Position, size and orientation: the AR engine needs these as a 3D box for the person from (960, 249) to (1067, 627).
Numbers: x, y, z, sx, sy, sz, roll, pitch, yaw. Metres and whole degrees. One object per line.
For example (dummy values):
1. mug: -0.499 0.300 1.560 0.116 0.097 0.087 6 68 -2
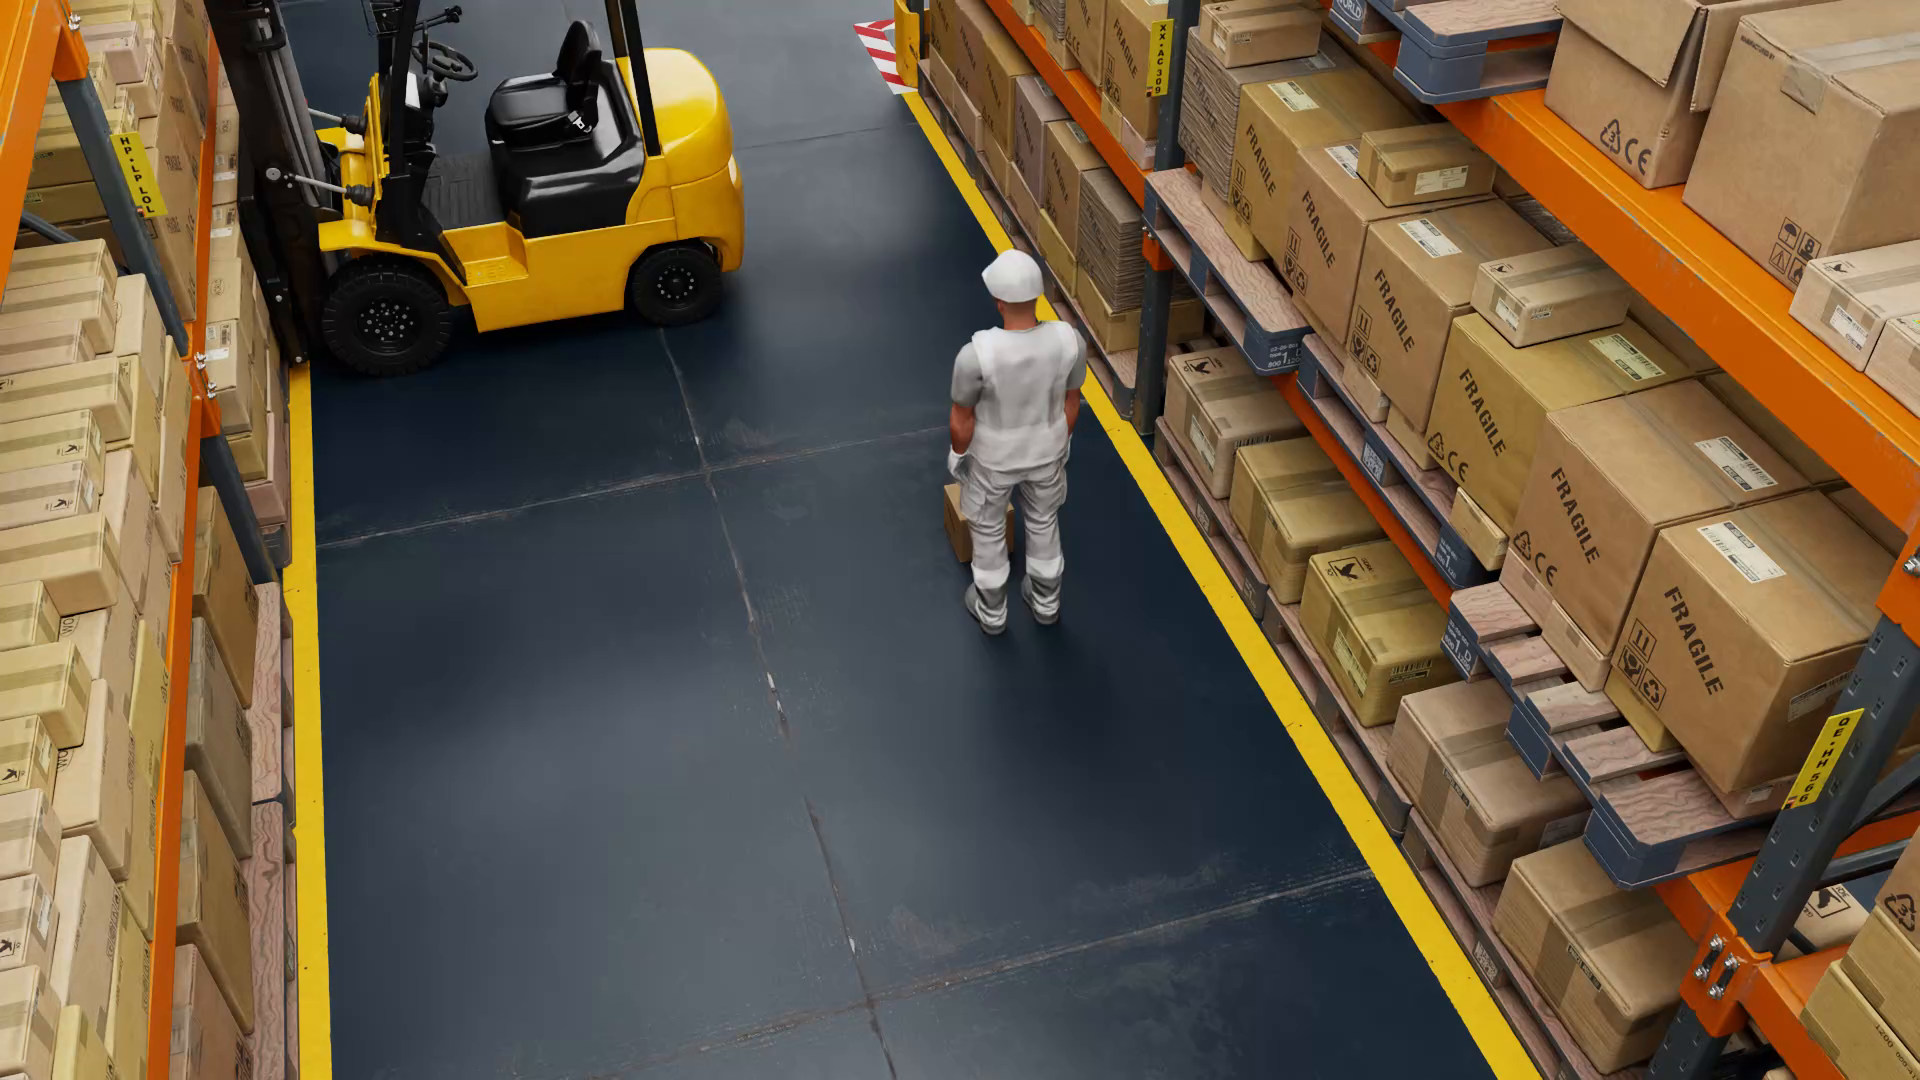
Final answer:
1. person: 6.503 -12.540 20.149 22.736 1.776 31.820 -11 43 -12
